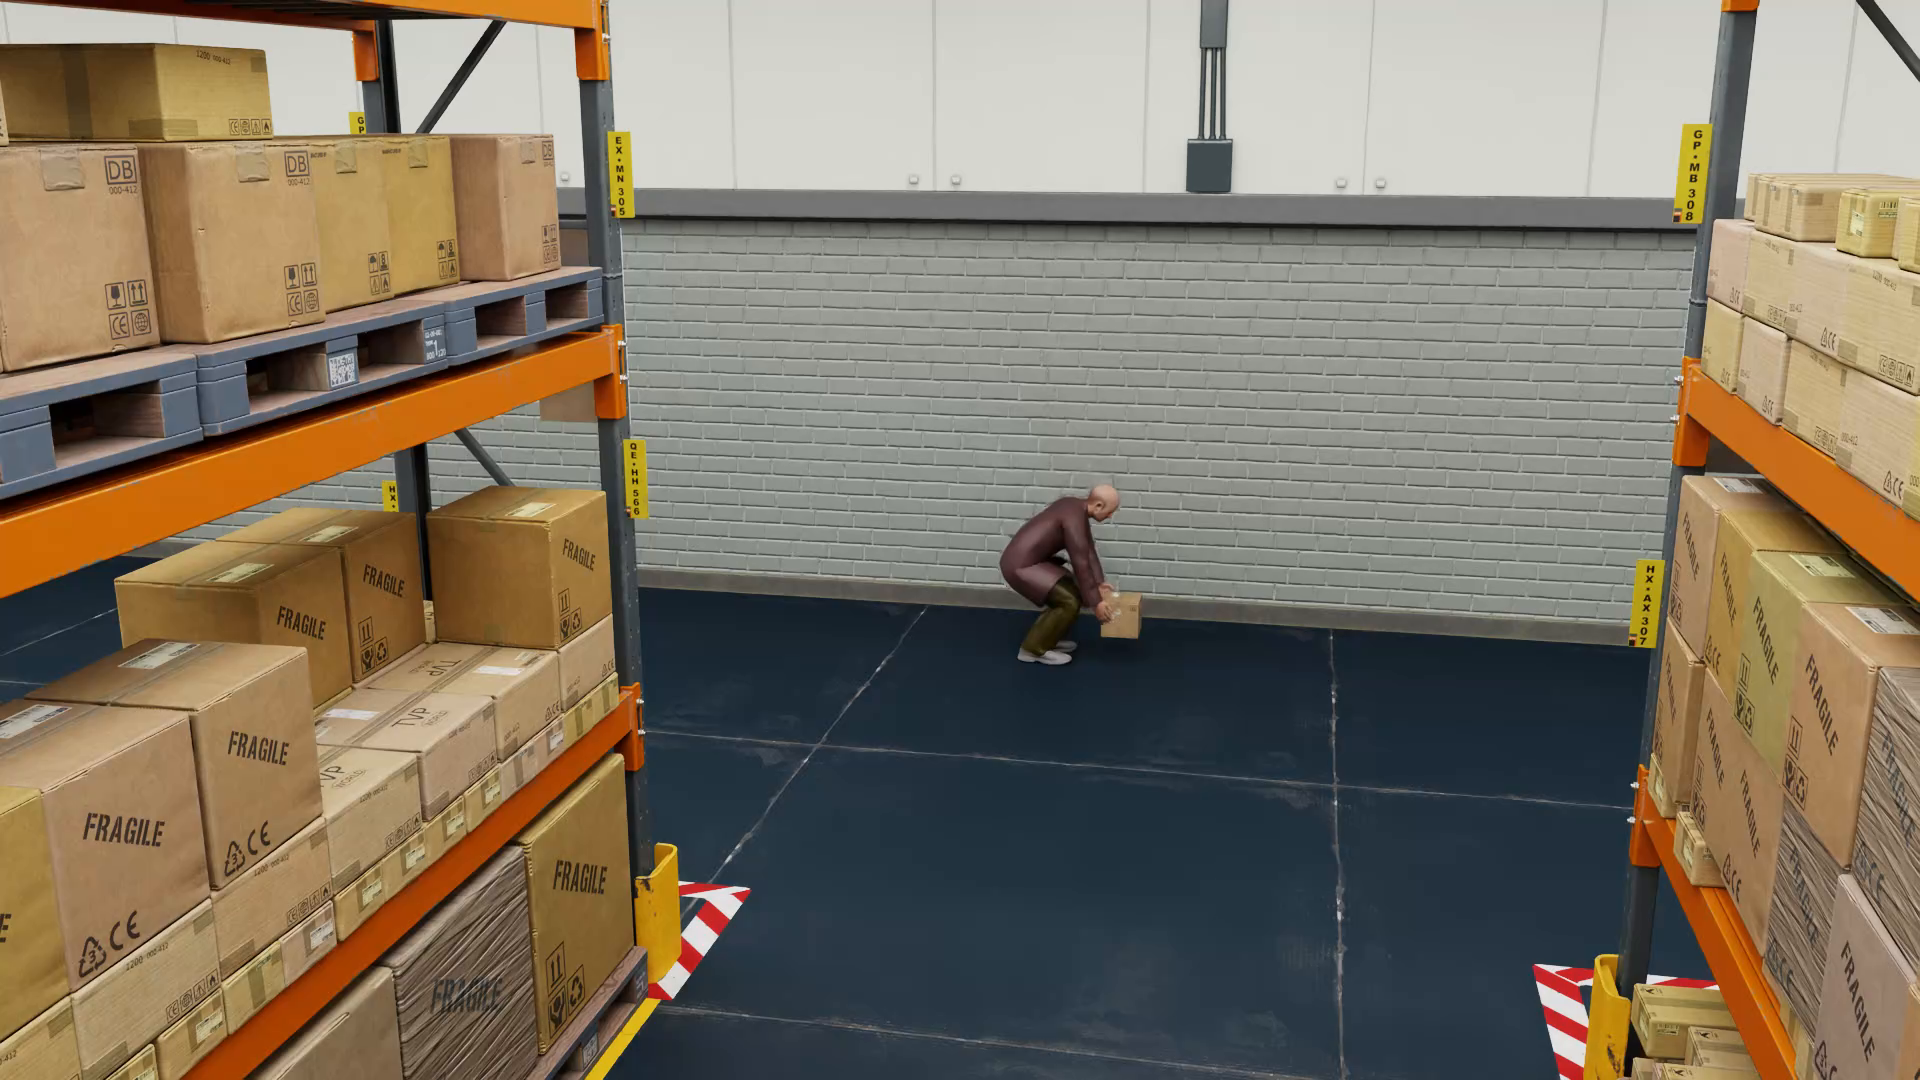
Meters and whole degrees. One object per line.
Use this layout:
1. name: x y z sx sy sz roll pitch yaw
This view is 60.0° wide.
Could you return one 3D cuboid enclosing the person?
1. person: 0.676 0.211 11.351 0.808 1.215 0.630 3 15 11
